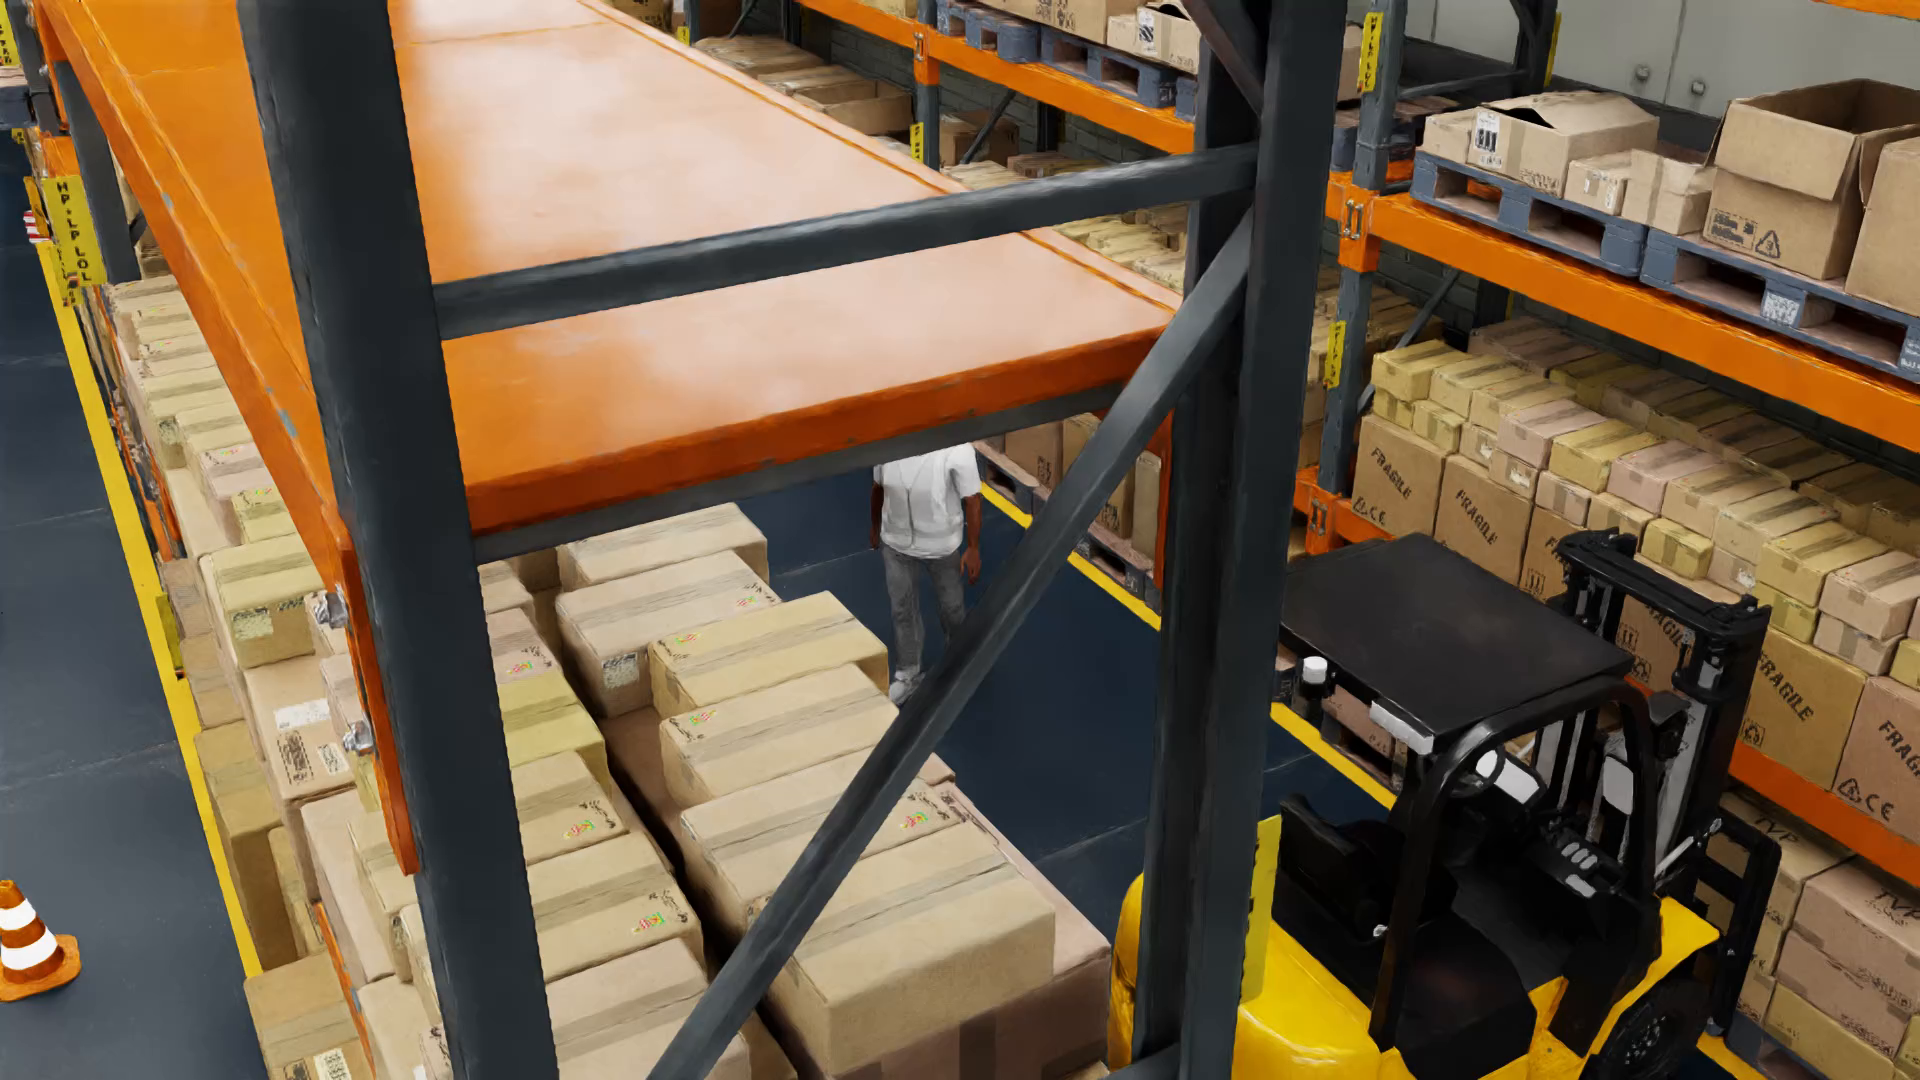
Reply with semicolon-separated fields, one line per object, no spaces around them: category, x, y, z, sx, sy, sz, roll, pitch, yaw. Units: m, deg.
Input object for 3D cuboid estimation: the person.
person;-0.190;-0.007;8.553;0.669;1.761;0.641;8;30;14
